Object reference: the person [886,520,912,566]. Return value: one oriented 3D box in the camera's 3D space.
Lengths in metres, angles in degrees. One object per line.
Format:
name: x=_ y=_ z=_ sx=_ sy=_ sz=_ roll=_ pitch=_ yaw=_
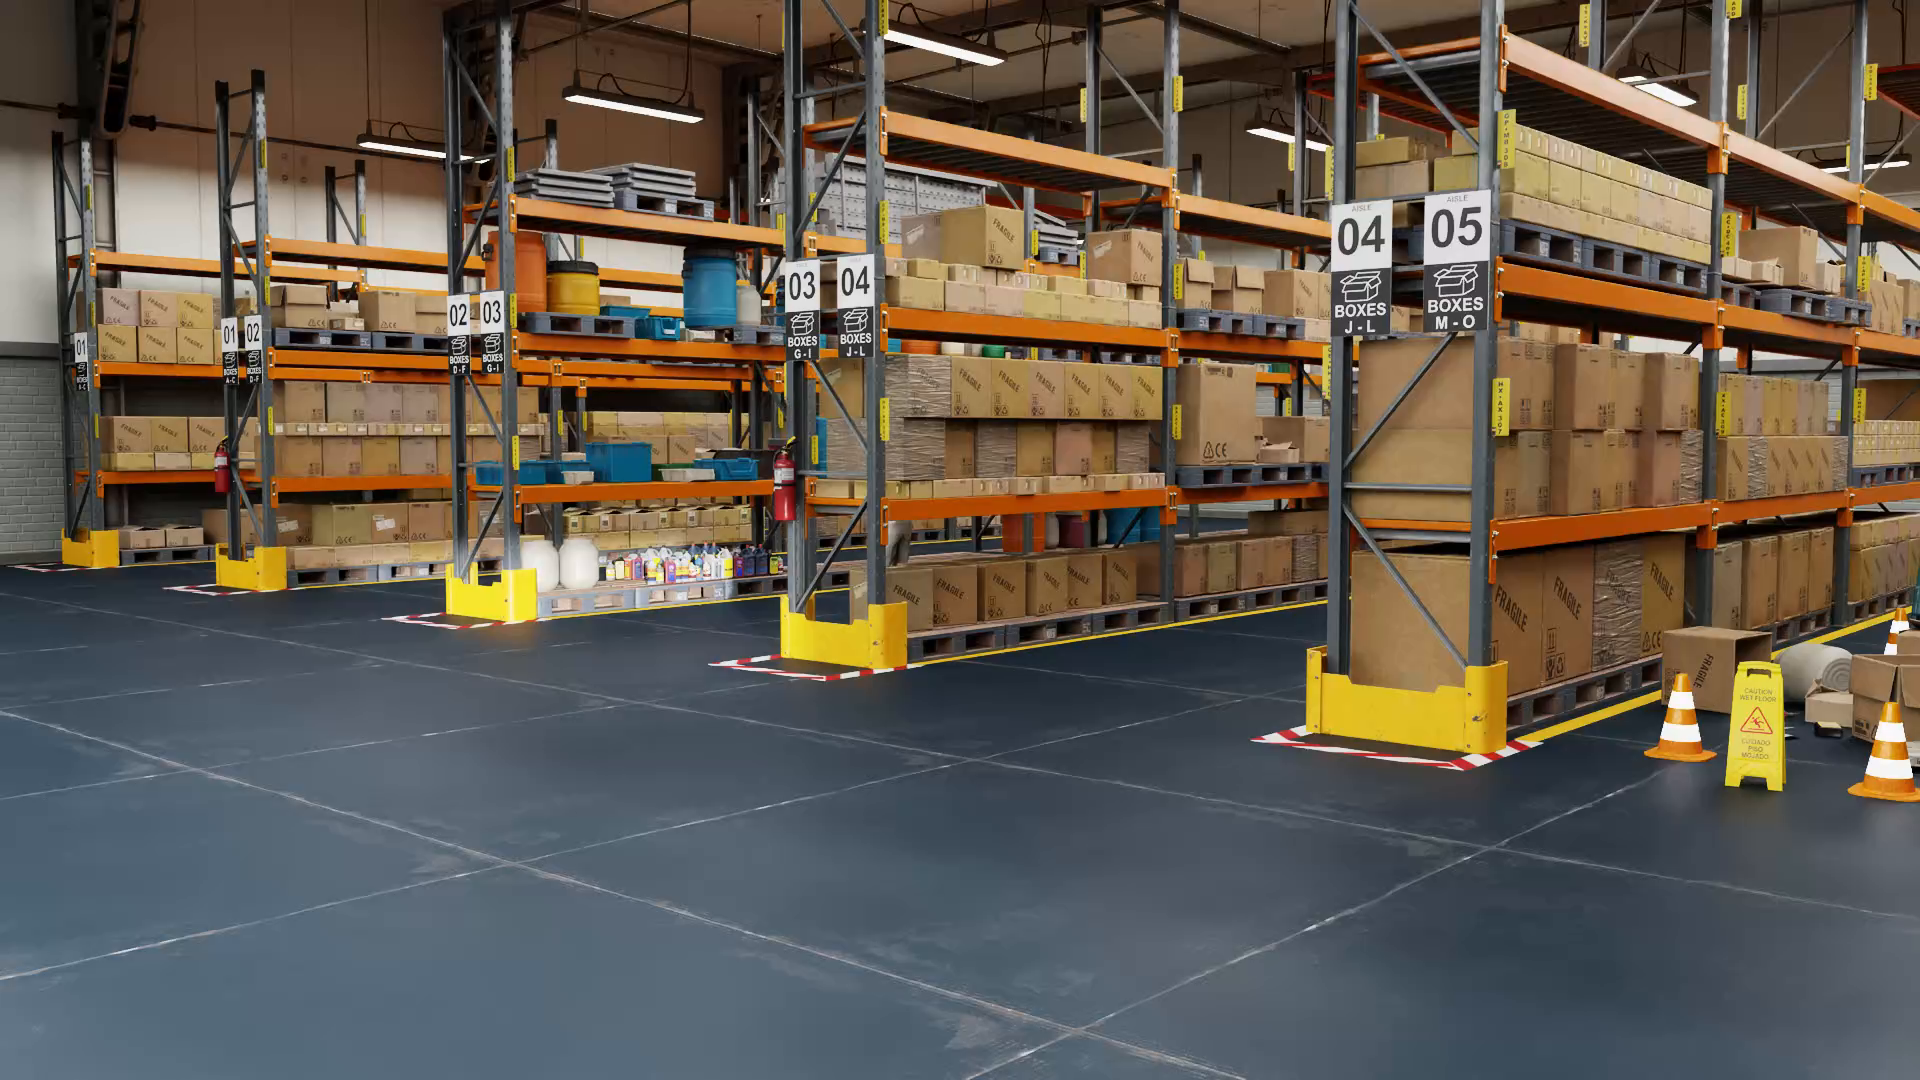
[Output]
person: x=-0.684 y=-0.059 z=16.391 sx=0.411 sy=1.672 sz=0.485 roll=3 pitch=5 yaw=41
